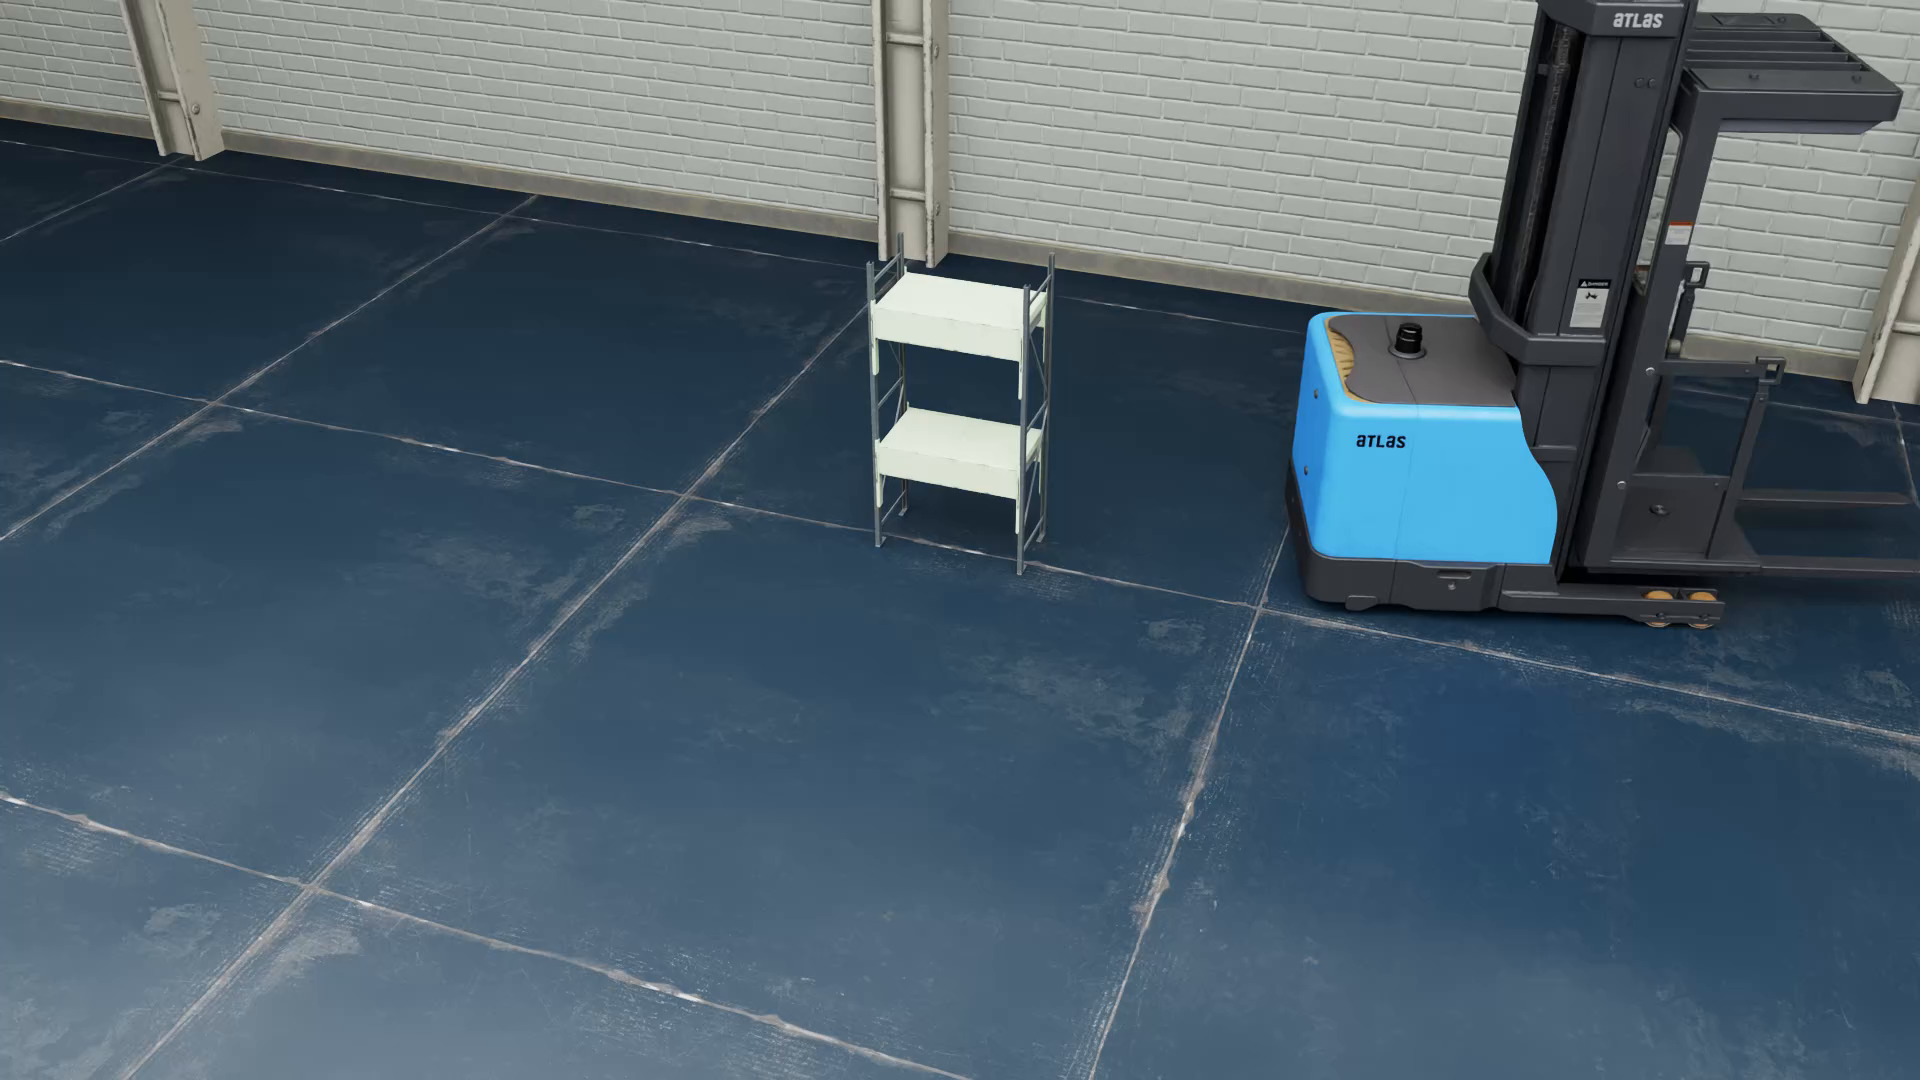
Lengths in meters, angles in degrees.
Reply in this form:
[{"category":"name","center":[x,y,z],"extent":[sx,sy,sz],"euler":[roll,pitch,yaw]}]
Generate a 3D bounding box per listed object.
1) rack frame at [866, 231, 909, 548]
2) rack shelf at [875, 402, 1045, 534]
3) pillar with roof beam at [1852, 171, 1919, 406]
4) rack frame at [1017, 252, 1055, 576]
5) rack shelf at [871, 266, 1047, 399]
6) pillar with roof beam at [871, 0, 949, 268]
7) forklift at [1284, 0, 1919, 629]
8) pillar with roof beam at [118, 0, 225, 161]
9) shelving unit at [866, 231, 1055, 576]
[{"category":"rack frame","center":[-0.338,-0.696,7.945],"extent":[0.023,1.500,0.400],"euler":[11,34,16]},{"category":"rack shelf","center":[0.006,-0.355,8.018],"extent":[0.720,0.370,0.431],"euler":[11,34,16]},{"category":"pillar with roof beam","center":[3.886,-2.407,3.681],"extent":[0.400,9.000,9.100],"euler":[11,34,16]},{"category":"rack frame","center":[0.351,-0.562,7.738],"extent":[0.023,1.500,0.400],"euler":[11,34,16]},{"category":"rack shelf","center":[0.006,-0.957,7.630],"extent":[0.720,0.370,0.431],"euler":[11,34,16]},{"category":"pillar with roof beam","center":[-1.762,-3.505,5.382],"extent":[0.400,9.000,9.100],"euler":[11,34,16]},{"category":"forklift","center":[3.141,-1.124,7.289],"extent":[3.031,2.935,1.130],"euler":[2,33,3]},{"category":"pillar with roof beam","center":[-7.410,-4.603,7.083],"extent":[0.400,9.000,9.100],"euler":[11,34,16]},{"category":"shelving unit","center":[0.006,-0.629,7.841],"extent":[0.755,1.500,0.431],"euler":[11,34,16]}]
